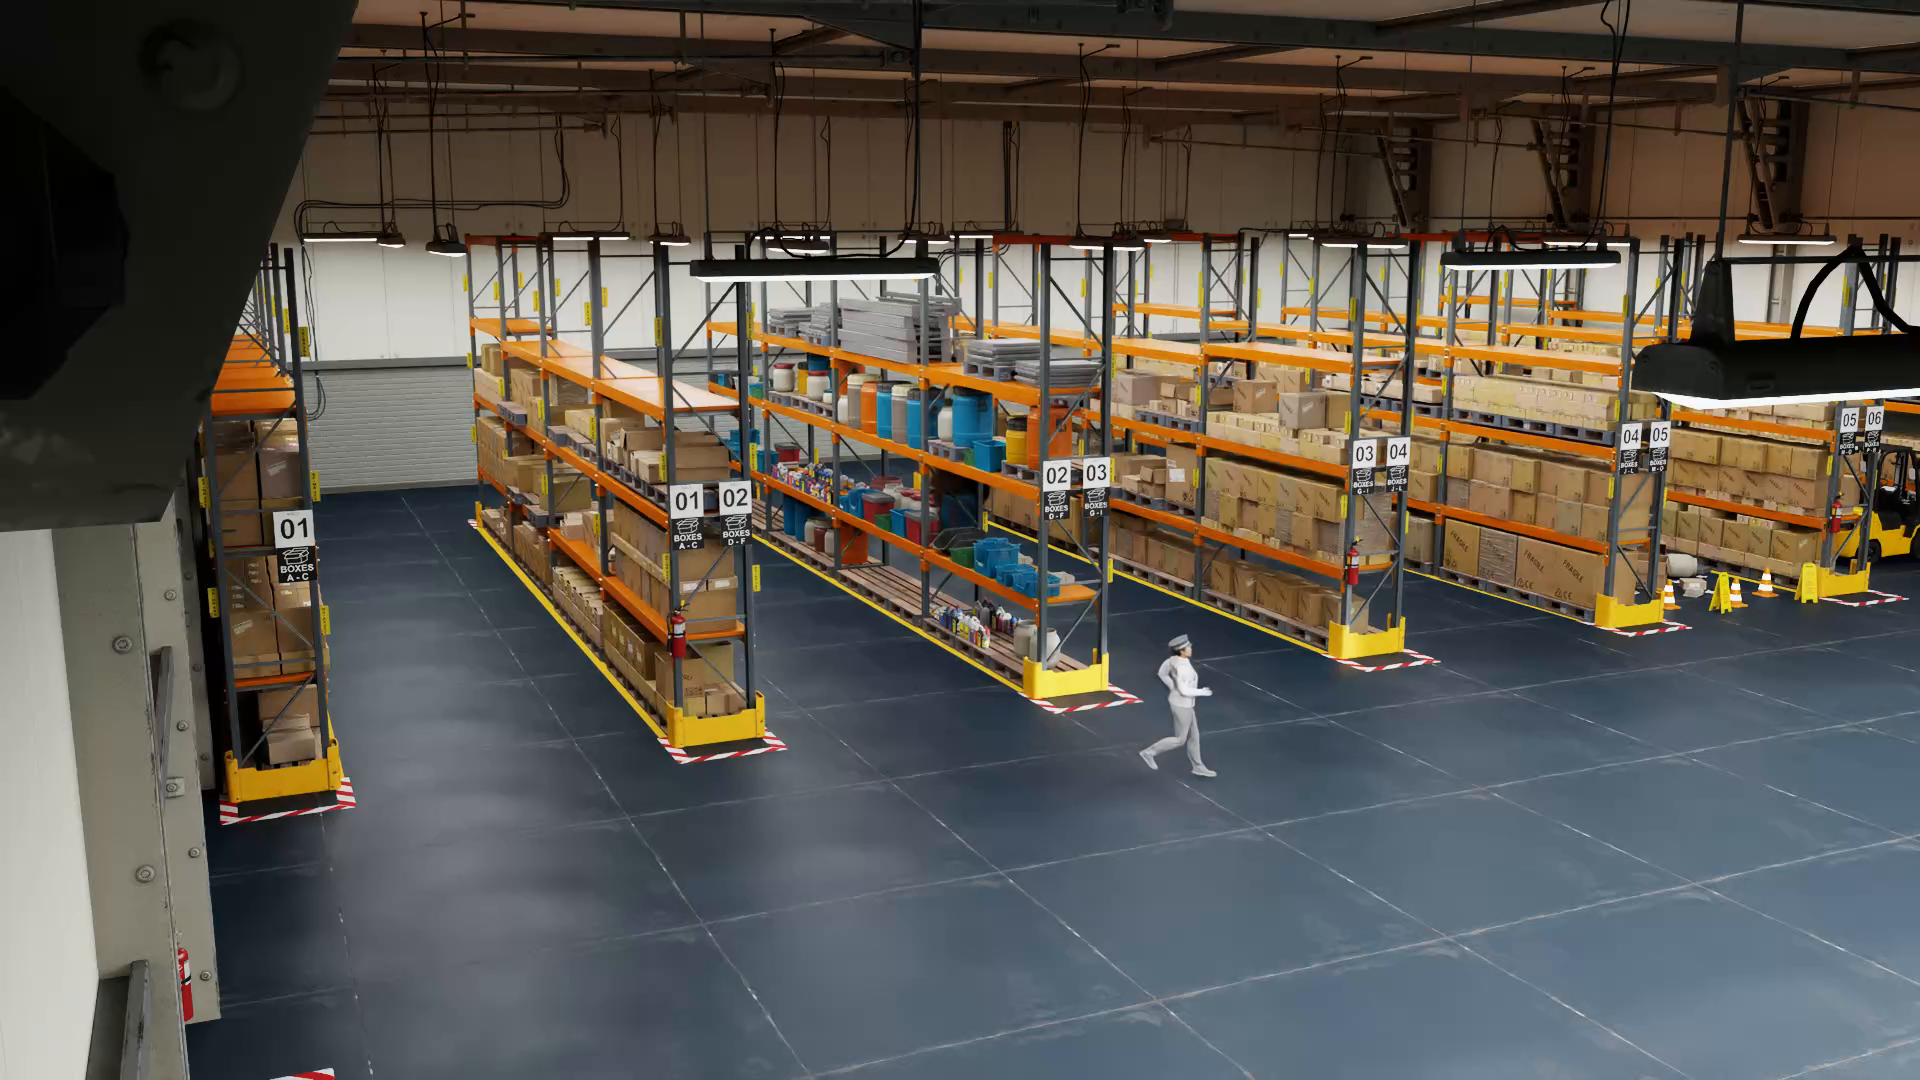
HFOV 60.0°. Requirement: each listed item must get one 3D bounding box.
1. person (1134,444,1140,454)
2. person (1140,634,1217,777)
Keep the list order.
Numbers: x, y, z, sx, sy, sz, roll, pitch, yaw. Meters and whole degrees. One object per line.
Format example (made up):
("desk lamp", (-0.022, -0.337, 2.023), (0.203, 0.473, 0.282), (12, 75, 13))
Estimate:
("person", (3.616, -1.123, 34.318), (0.652, 1.740, 0.565), (-8, 13, -35))
("person", (2.497, 1.898, 18.883), (0.901, 1.692, 0.553), (0, 11, -1))
